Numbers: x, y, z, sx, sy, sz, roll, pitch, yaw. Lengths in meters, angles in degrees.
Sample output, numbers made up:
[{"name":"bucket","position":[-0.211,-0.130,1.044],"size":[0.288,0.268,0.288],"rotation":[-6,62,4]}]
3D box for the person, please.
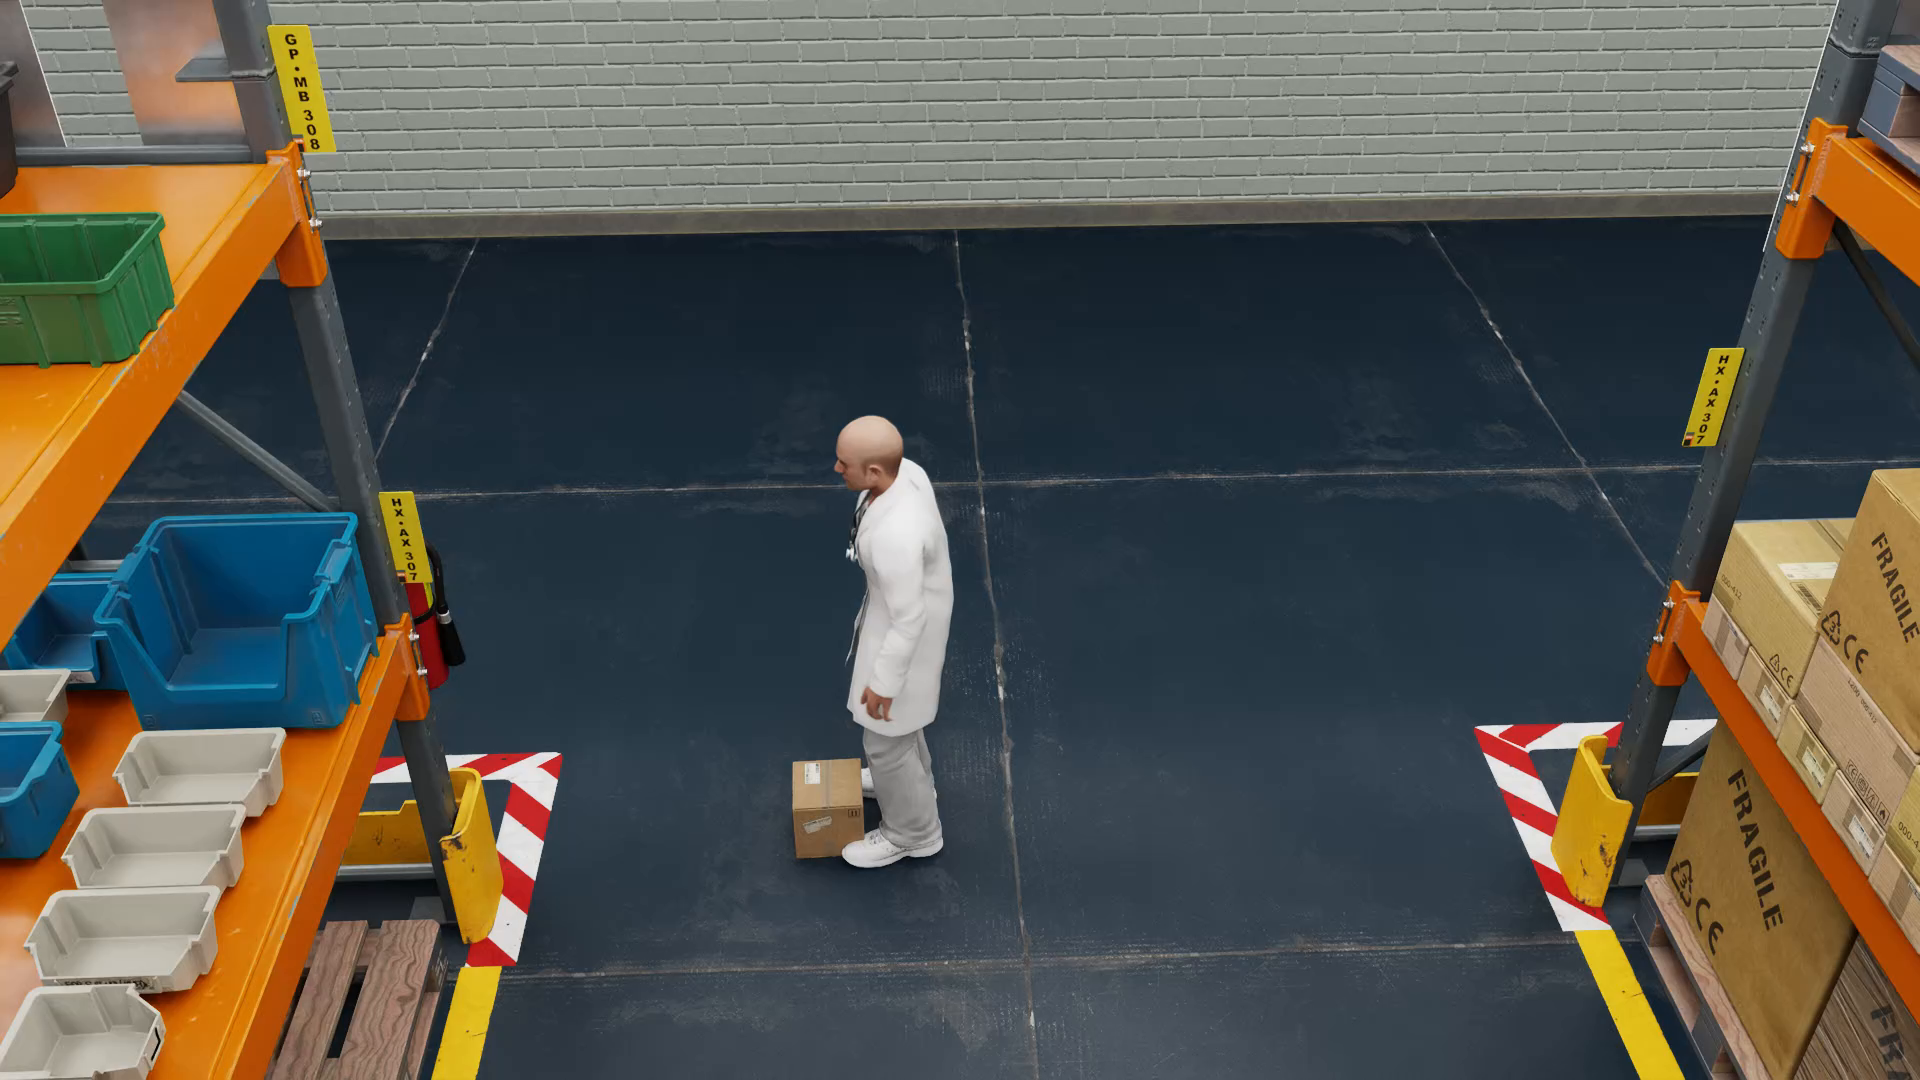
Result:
[{"name":"person","position":[-0.234,0.344,5.662],"size":[0.423,1.774,0.643],"rotation":[-1,35,-2]}]
